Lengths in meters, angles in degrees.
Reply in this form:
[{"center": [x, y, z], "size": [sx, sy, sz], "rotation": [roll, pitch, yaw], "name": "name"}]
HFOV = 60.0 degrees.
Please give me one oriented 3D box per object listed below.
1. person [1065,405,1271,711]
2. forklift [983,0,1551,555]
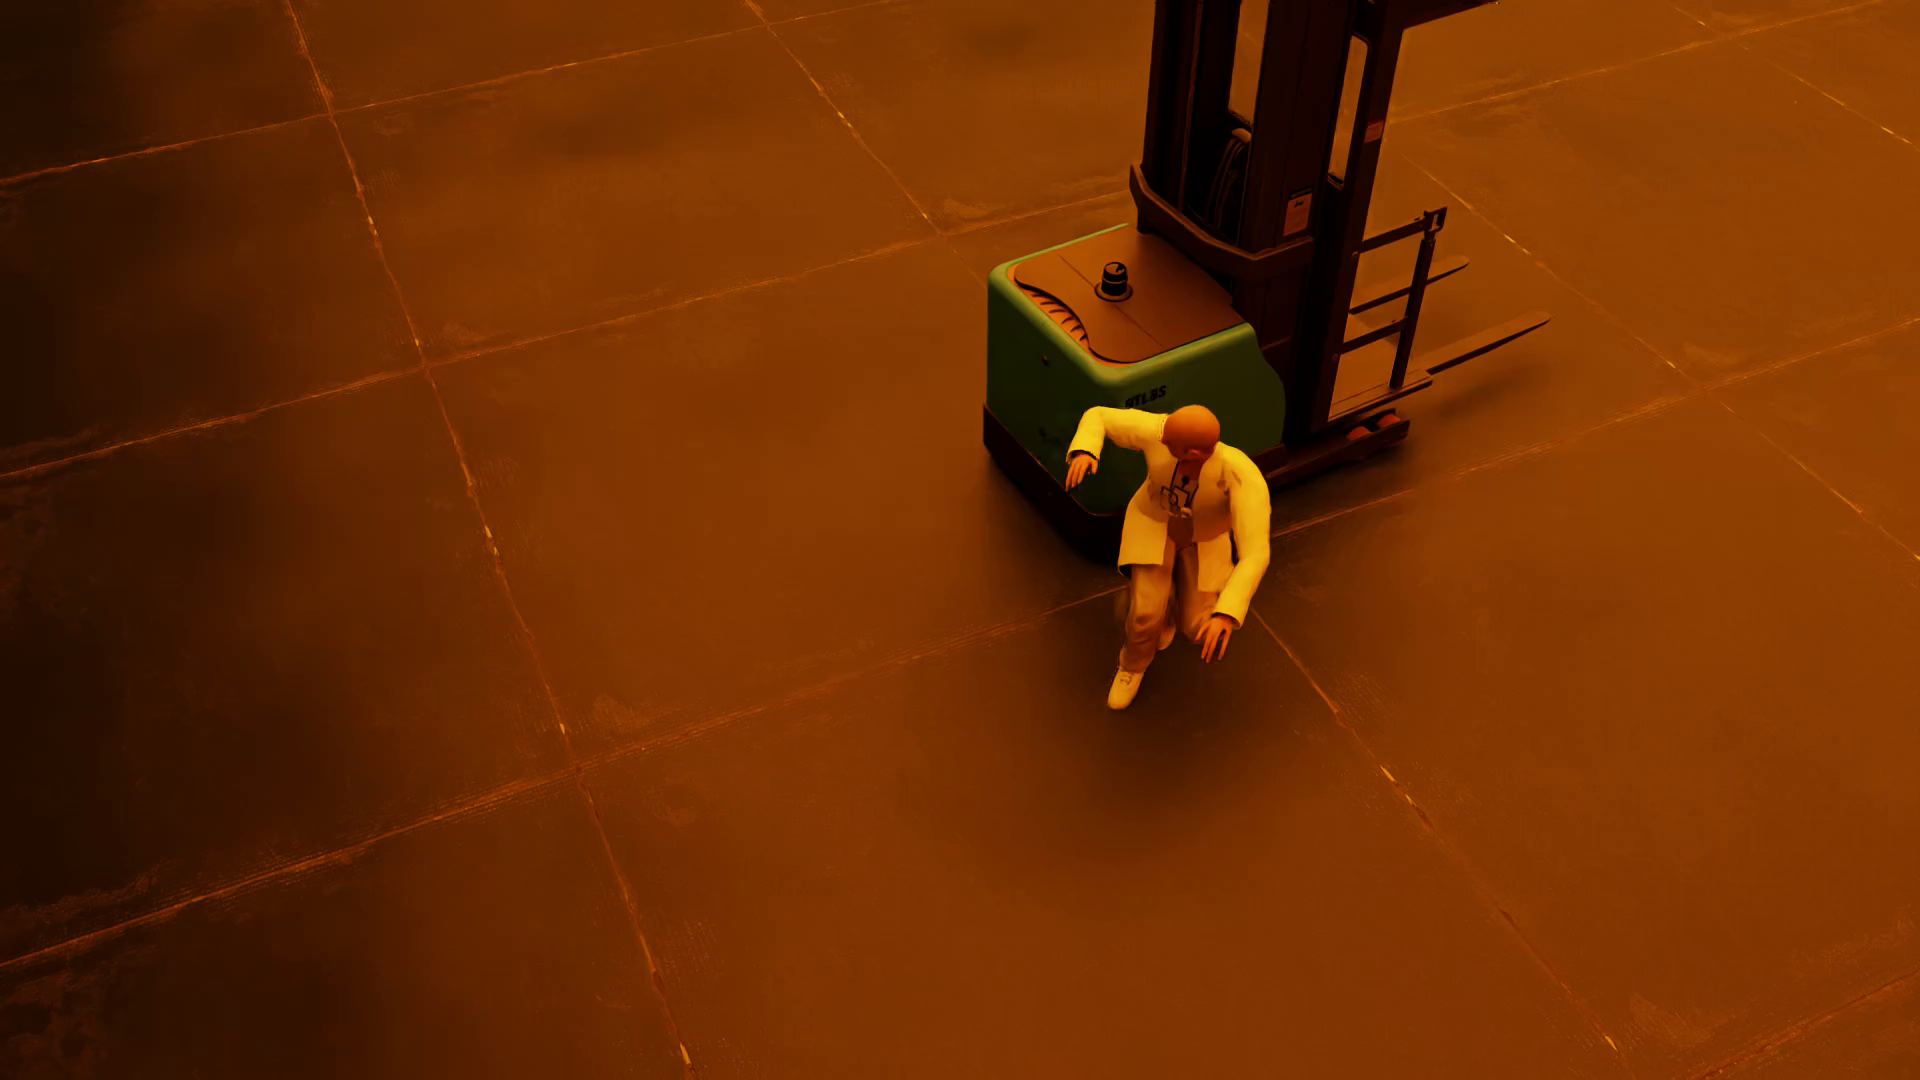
[{"center": [0.800, 0.106, 6.638], "size": [0.829, 1.492, 1.074], "rotation": [9, 44, 9], "name": "person"}, {"center": [1.646, -1.757, 7.563], "size": [3.031, 2.935, 1.130], "rotation": [-22, 47, -22], "name": "forklift"}]
